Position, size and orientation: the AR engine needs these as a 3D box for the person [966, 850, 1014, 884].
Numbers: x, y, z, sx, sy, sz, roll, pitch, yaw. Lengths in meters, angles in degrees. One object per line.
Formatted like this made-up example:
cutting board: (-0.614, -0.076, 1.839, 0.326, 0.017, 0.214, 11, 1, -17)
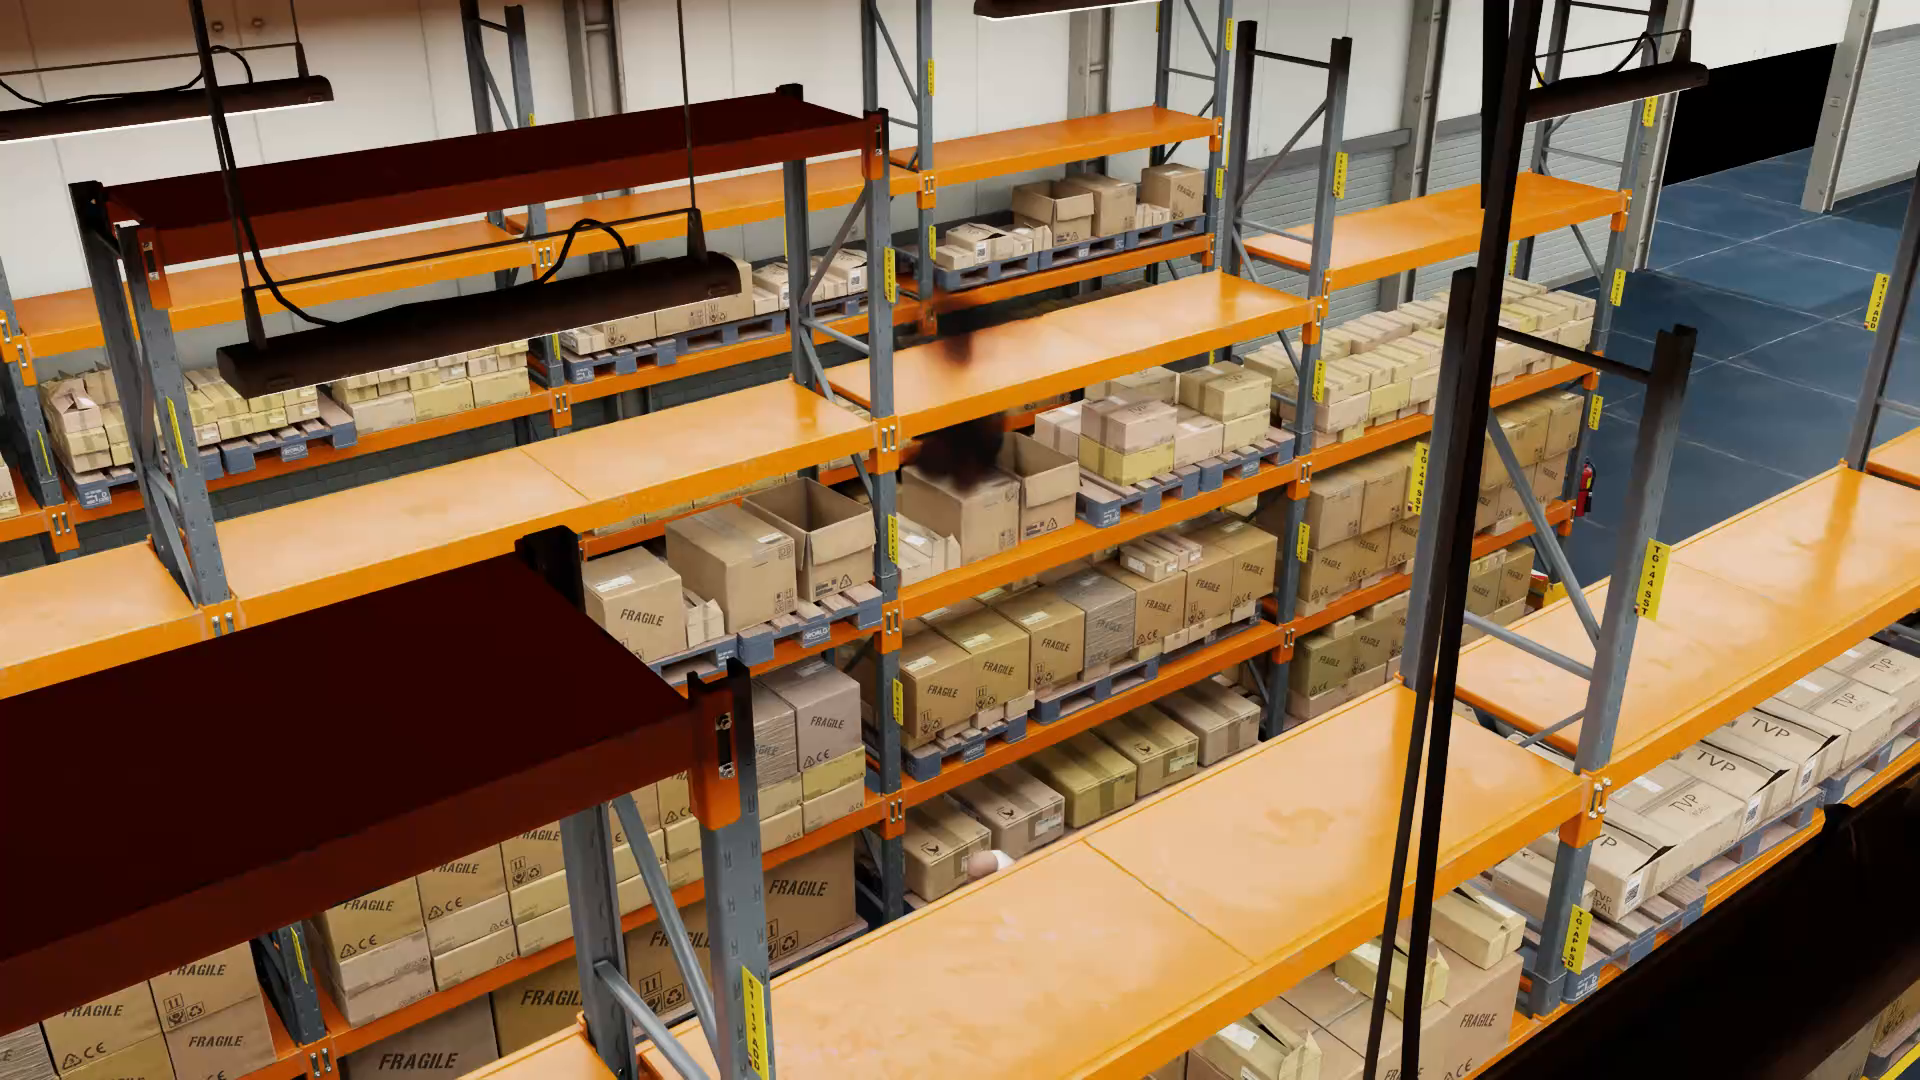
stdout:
person: (0.536, 2.604, 10.996, 1.105, 1.605, 0.701, -12, 29, -23)
